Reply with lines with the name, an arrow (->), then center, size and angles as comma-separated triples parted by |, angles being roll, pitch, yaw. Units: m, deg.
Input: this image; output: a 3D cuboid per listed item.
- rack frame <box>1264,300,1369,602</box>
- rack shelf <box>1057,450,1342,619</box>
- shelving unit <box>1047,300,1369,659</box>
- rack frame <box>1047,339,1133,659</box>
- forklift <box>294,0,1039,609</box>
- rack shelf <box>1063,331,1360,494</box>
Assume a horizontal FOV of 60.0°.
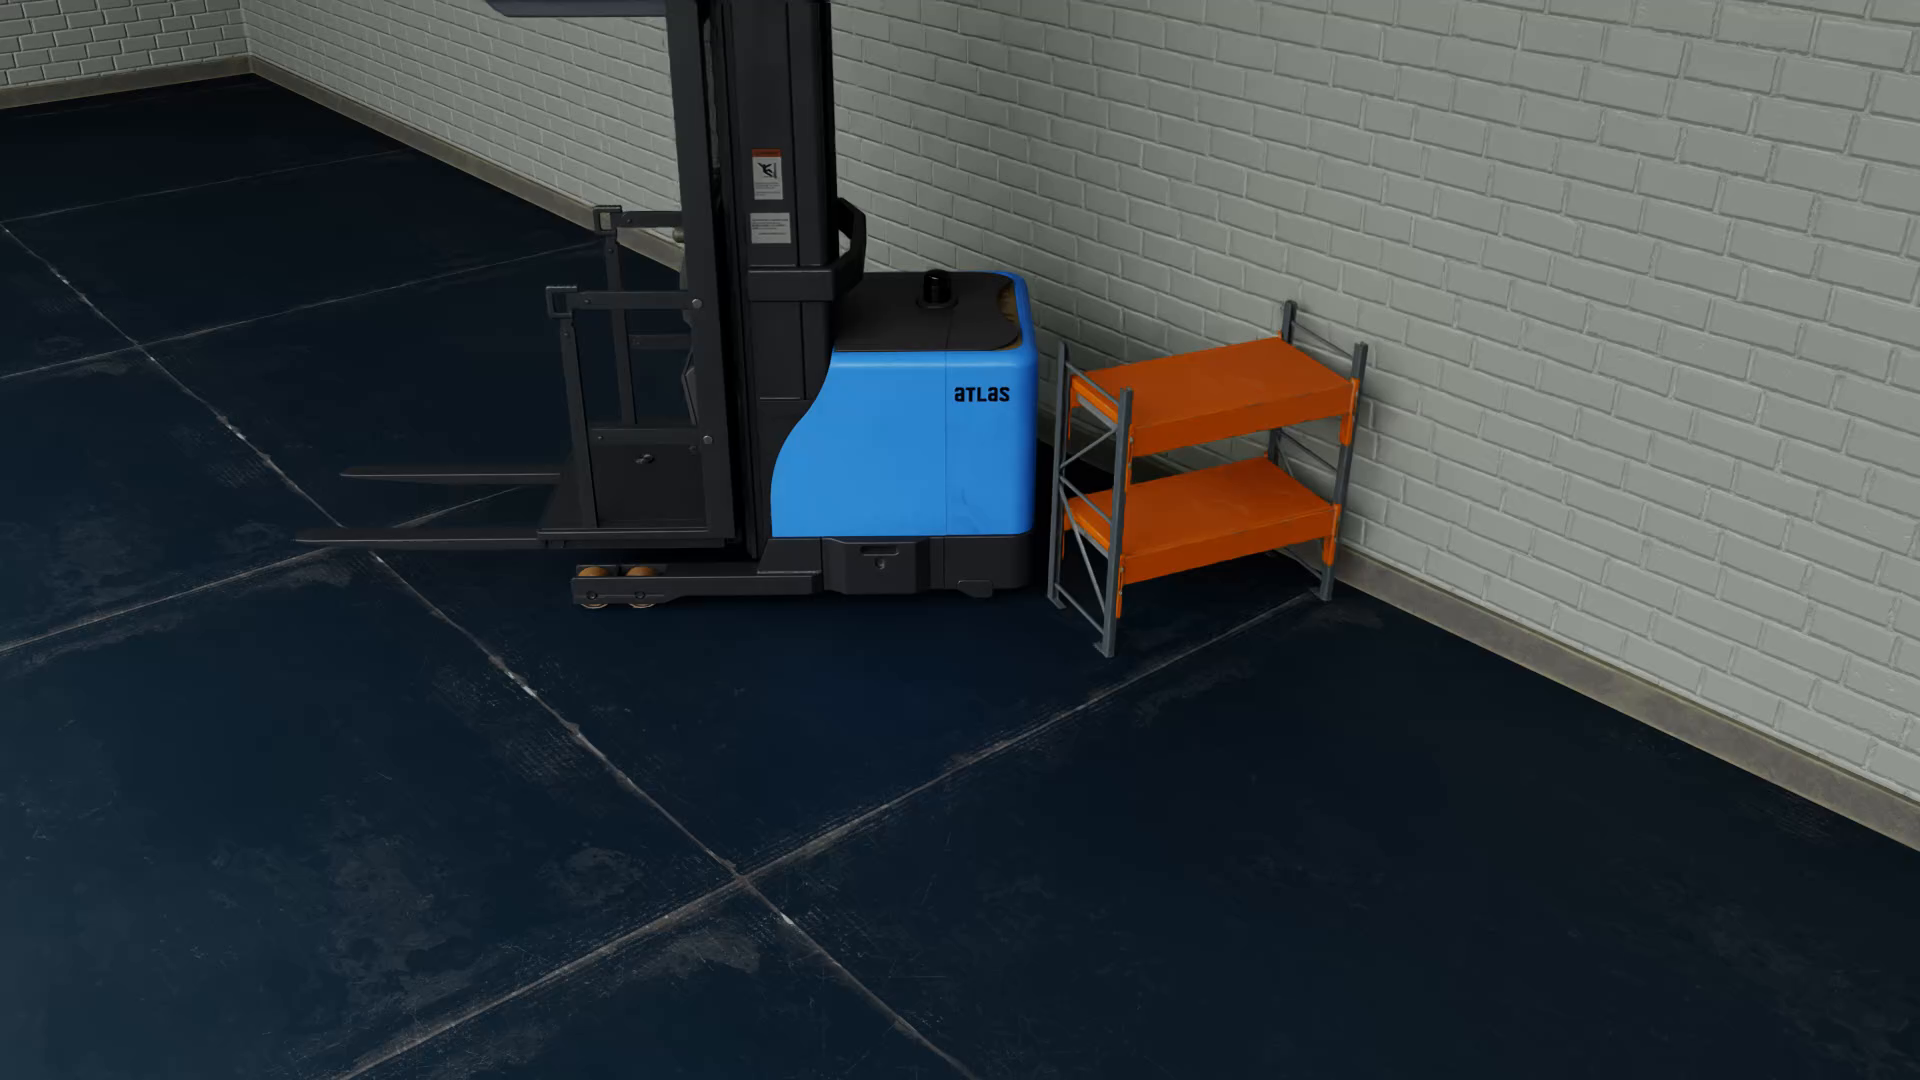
rack frame -> 1.403, -0.351, 6.694 | 0.032, 1.125, 0.500 | -12, 32, -22
rack shelf -> 0.939, -0.037, 6.625 | 1.000, 0.278, 0.538 | -12, 32, -22
shelving unit -> 0.943, -0.250, 6.504 | 1.048, 1.125, 0.538 | -12, 32, -22
rack frame -> 0.482, -0.148, 6.313 | 0.032, 1.125, 0.500 | -12, 32, -22
forklift -> -1.208, -1.267, 6.511 | 3.031, 2.935, 1.130 | -1, 28, -1
rack shelf -> 0.947, -0.503, 6.358 | 1.000, 0.278, 0.538 | -12, 32, -22
